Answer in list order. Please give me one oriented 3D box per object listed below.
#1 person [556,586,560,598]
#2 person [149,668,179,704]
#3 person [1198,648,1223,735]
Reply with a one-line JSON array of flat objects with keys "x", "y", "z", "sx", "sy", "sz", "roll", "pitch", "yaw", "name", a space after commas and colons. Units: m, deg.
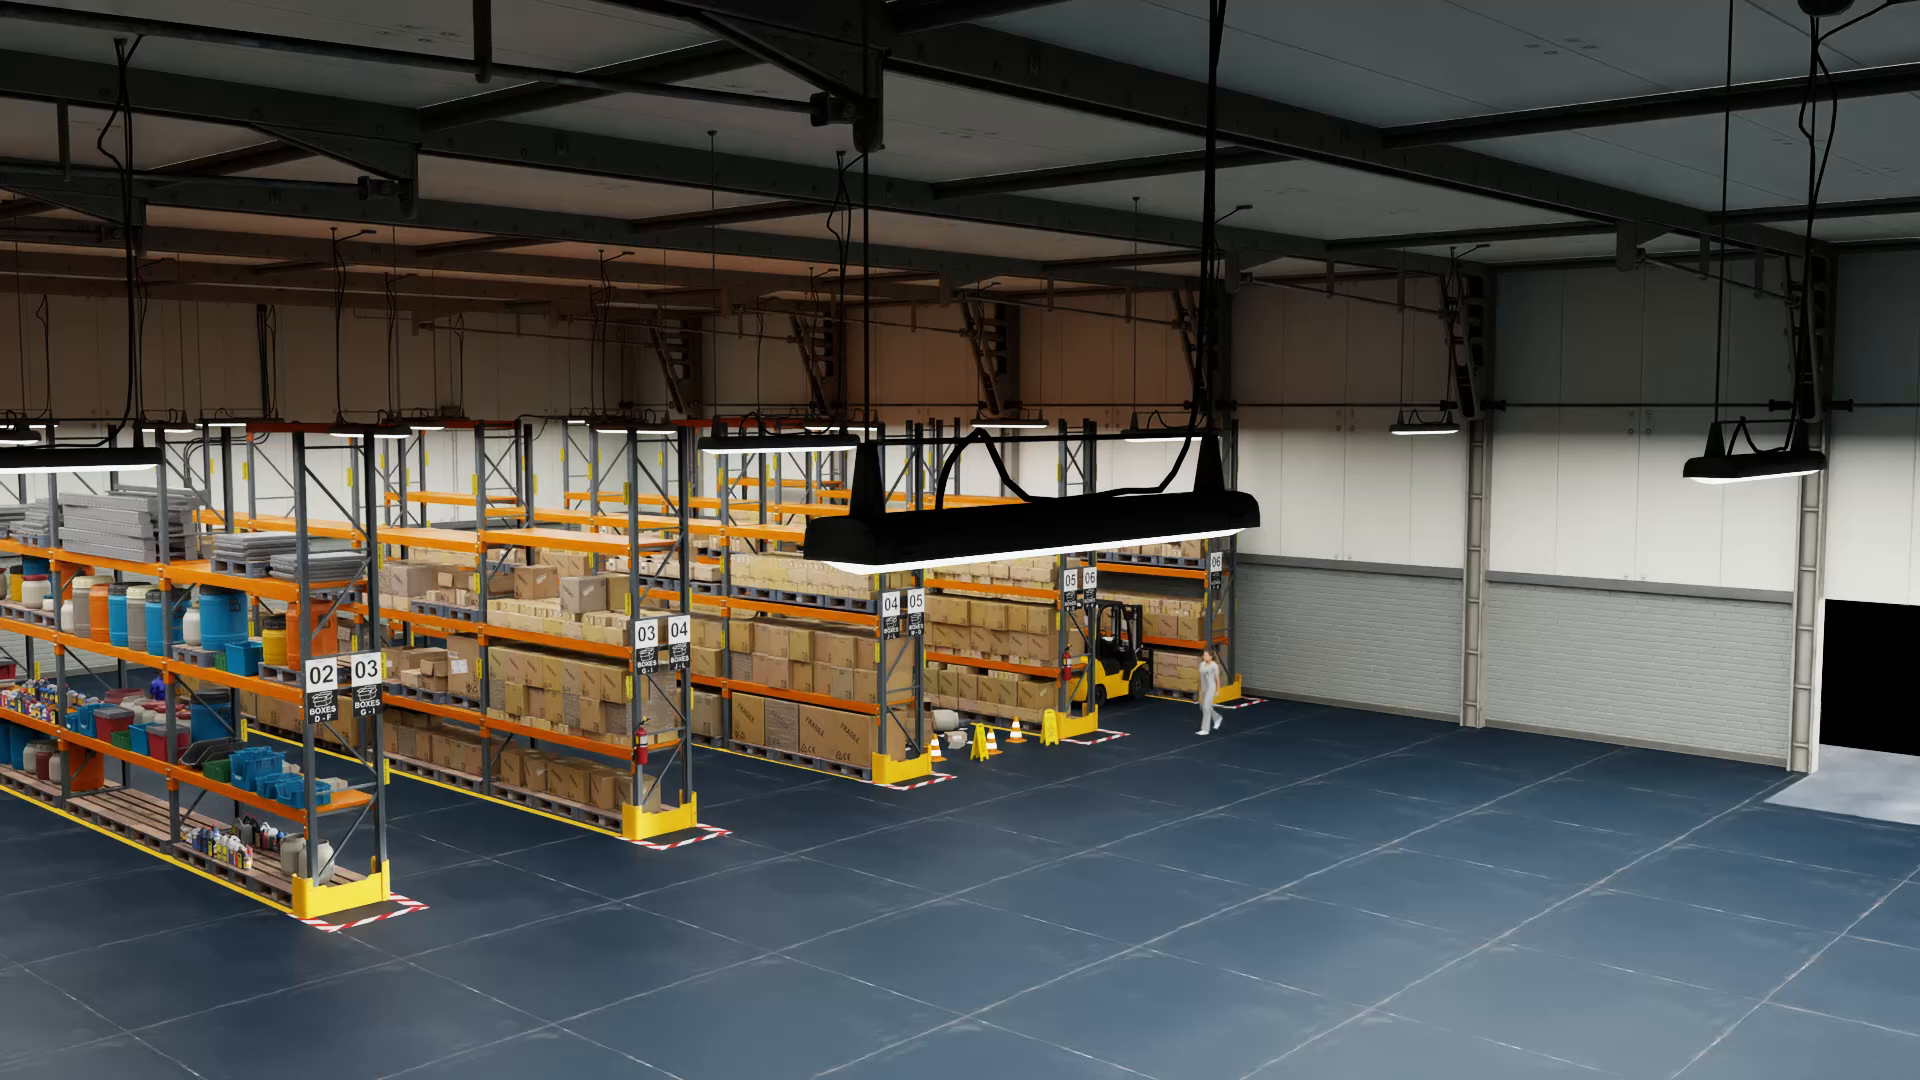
[{"x": -10.419, "y": 1.961, "z": 43.314, "sx": 0.551, "sy": 1.696, "sz": 0.990, "roll": 2, "pitch": 5, "yaw": 27, "name": "person"}, {"x": -14.482, "y": 3.047, "z": 30.268, "sx": 1.062, "sy": 1.587, "sz": 0.515, "roll": 3, "pitch": 5, "yaw": 31, "name": "person"}, {"x": 4.830, "y": 2.893, "z": 32.024, "sx": 0.796, "sy": 1.646, "sz": 0.509, "roll": -3, "pitch": 6, "yaw": -36, "name": "person"}]
